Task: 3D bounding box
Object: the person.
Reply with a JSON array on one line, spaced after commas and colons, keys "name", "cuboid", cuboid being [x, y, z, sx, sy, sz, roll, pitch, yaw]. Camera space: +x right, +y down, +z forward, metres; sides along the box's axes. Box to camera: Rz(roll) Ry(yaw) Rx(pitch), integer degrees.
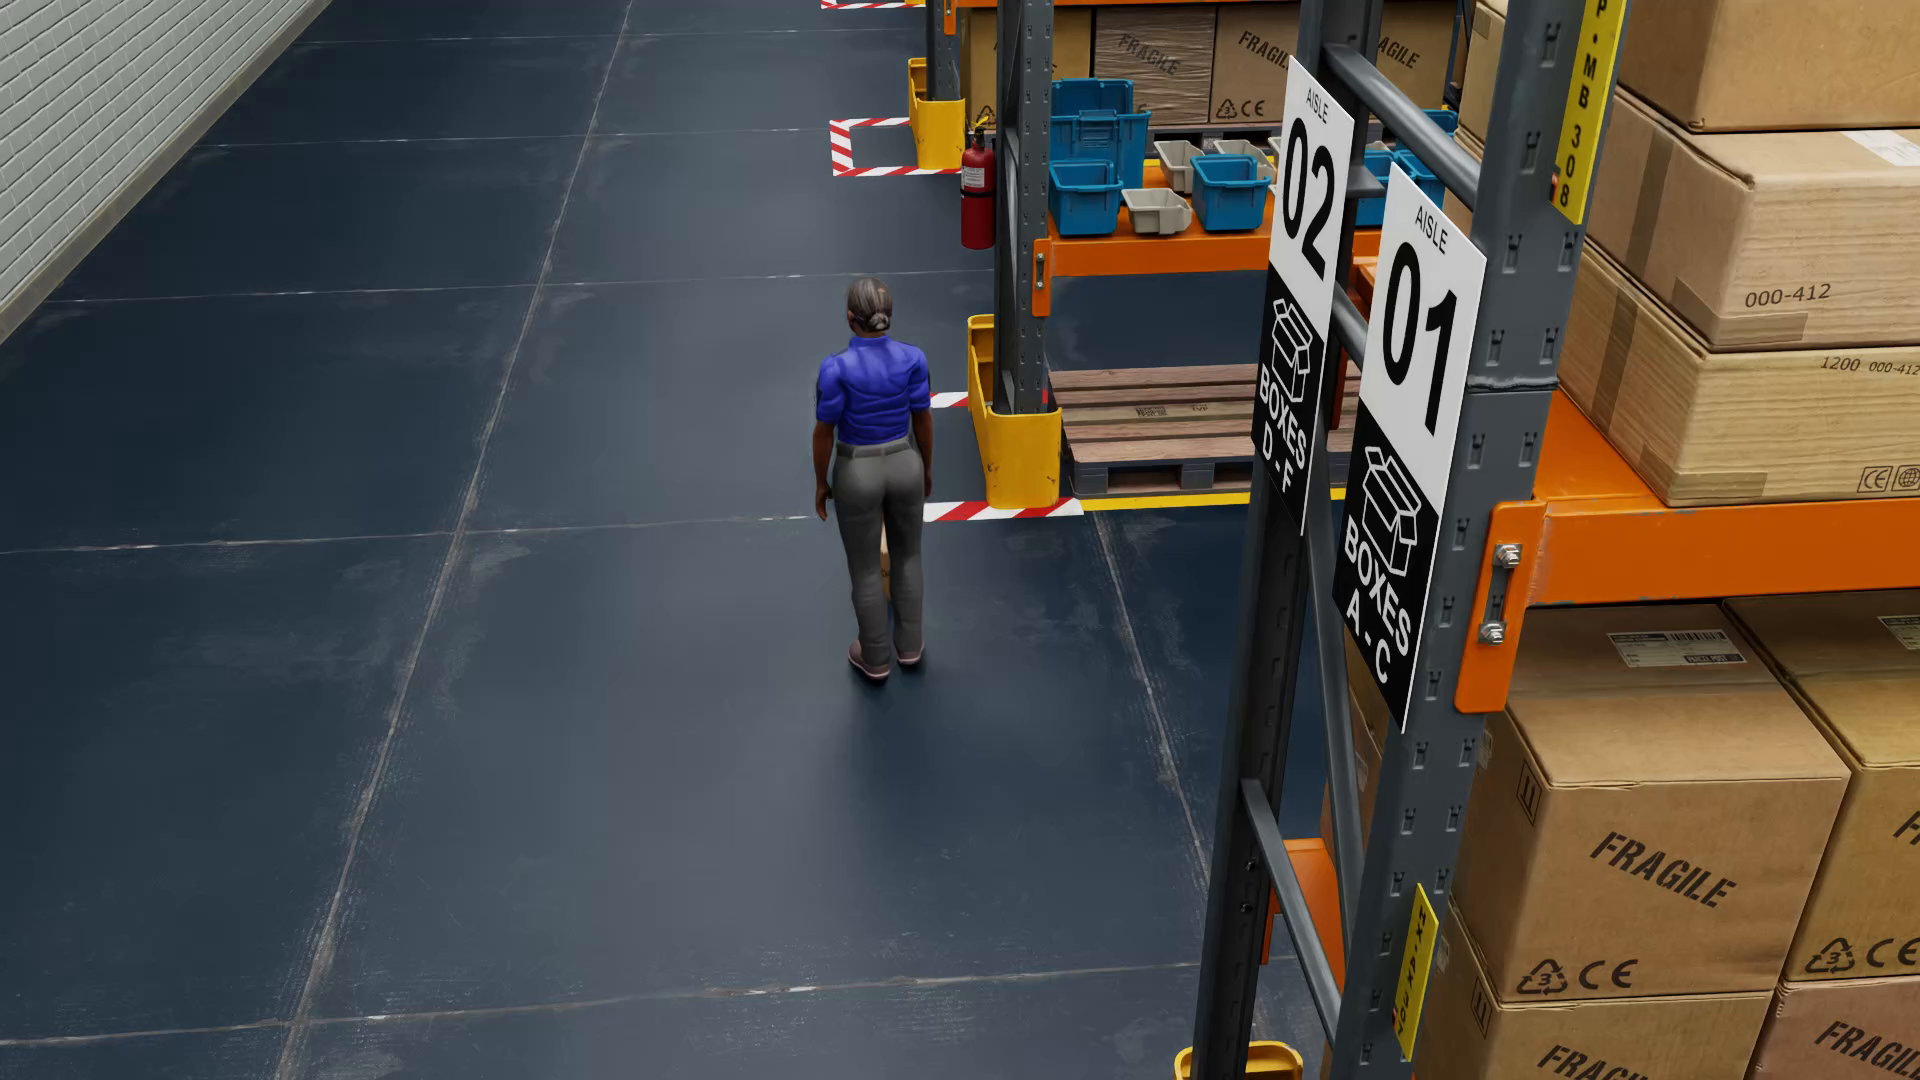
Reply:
[{"name": "person", "cuboid": [-0.320, -0.212, 6.490, 0.488, 1.682, 0.376, -10, 33, -17]}]
